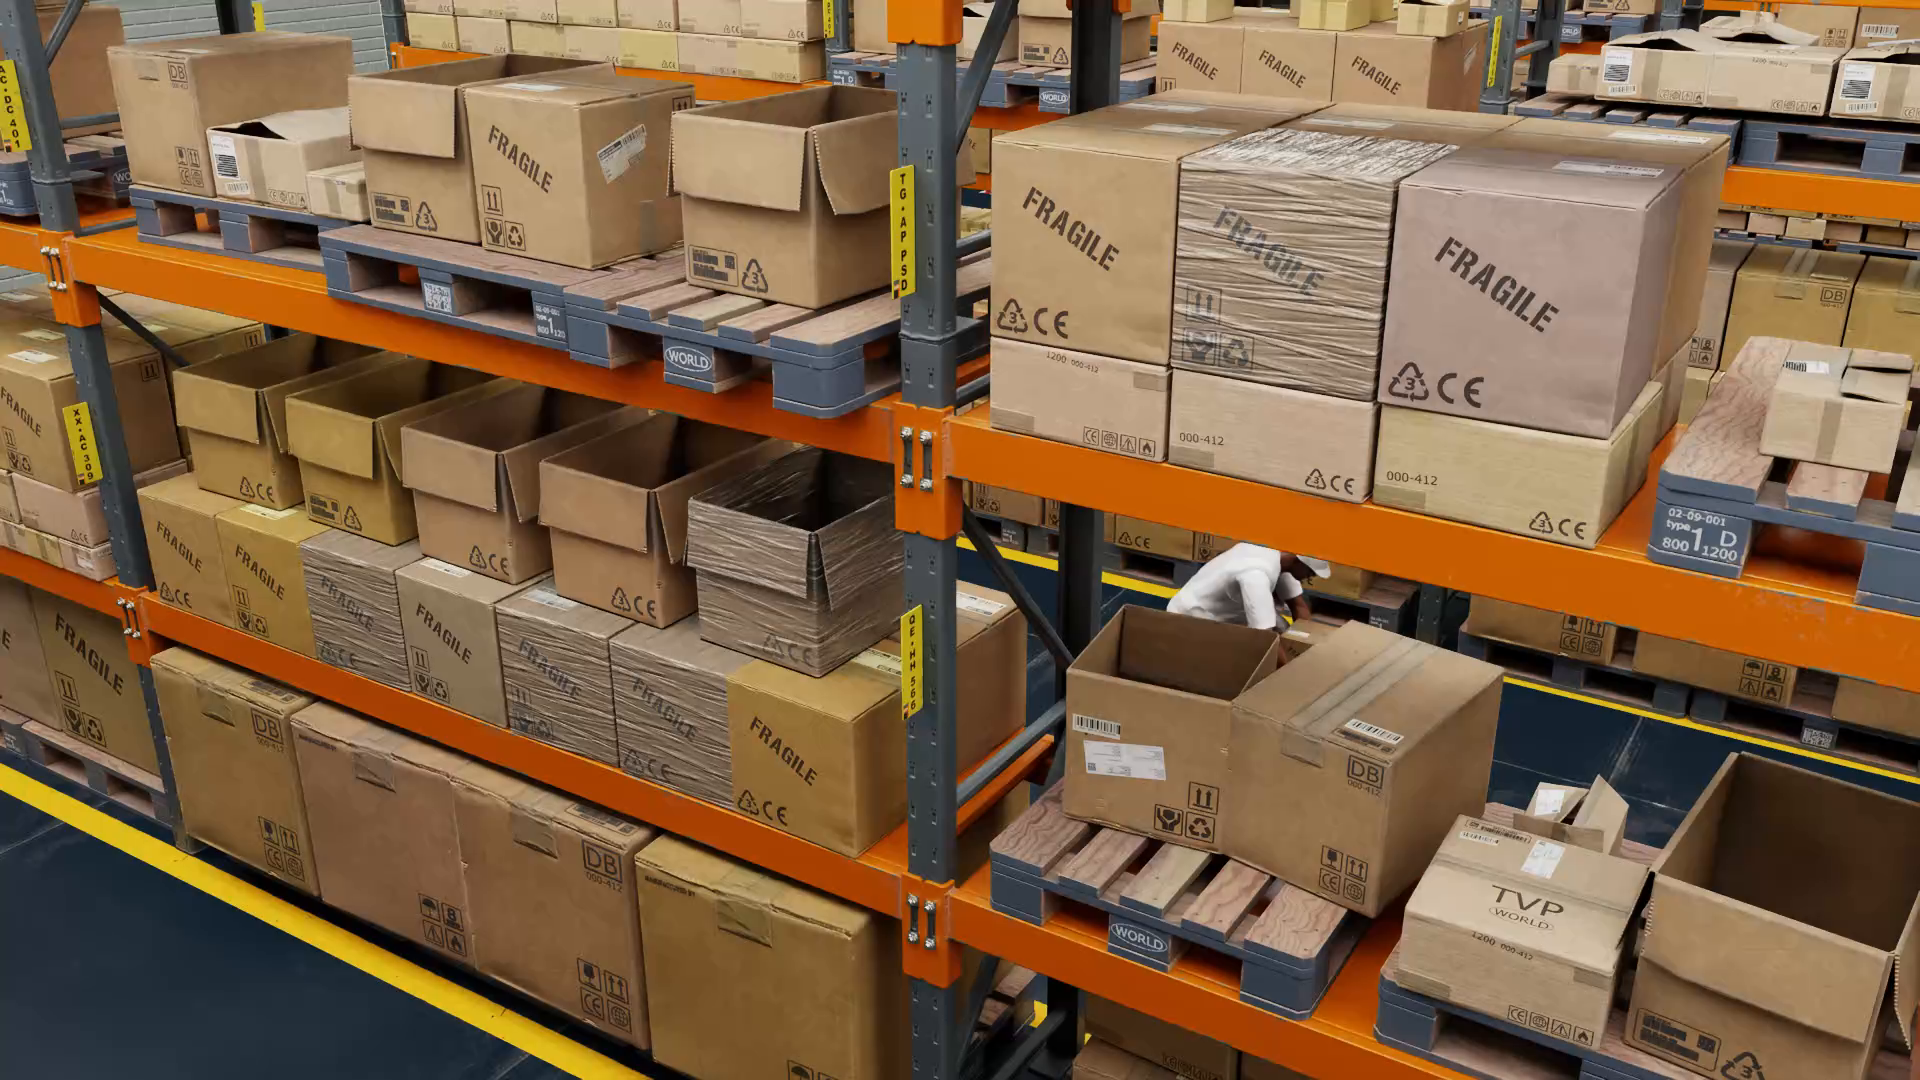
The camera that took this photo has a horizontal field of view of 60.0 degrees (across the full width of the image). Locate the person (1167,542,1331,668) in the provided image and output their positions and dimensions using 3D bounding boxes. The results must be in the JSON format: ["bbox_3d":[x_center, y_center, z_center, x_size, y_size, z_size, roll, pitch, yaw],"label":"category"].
[{"bbox_3d":[1.543,0.361,8.708,0.889,1.001,0.578,13,26,28],"label":"person"}]
